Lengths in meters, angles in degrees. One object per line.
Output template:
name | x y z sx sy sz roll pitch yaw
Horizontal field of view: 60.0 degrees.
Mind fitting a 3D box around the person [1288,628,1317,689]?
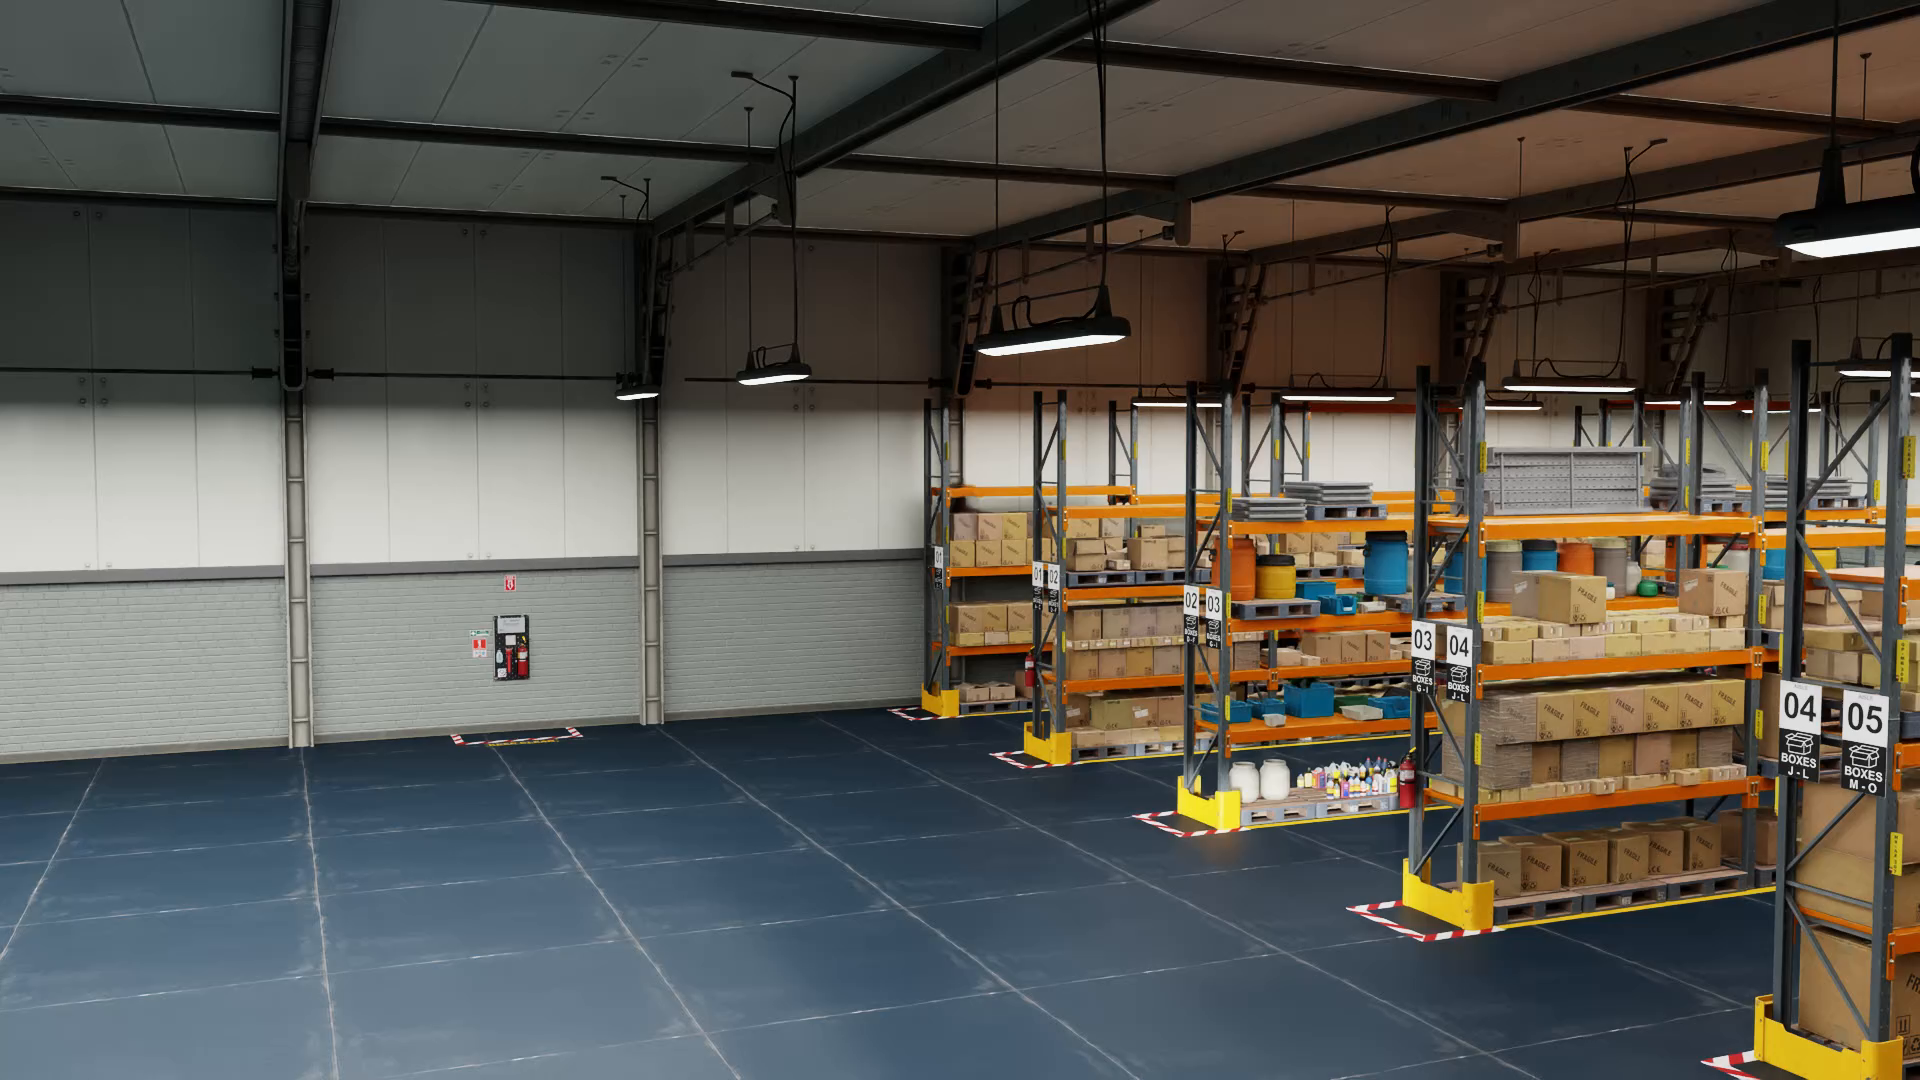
person | 6.518 2.476 31.443 0.877 1.812 0.606 -1 4 -23
